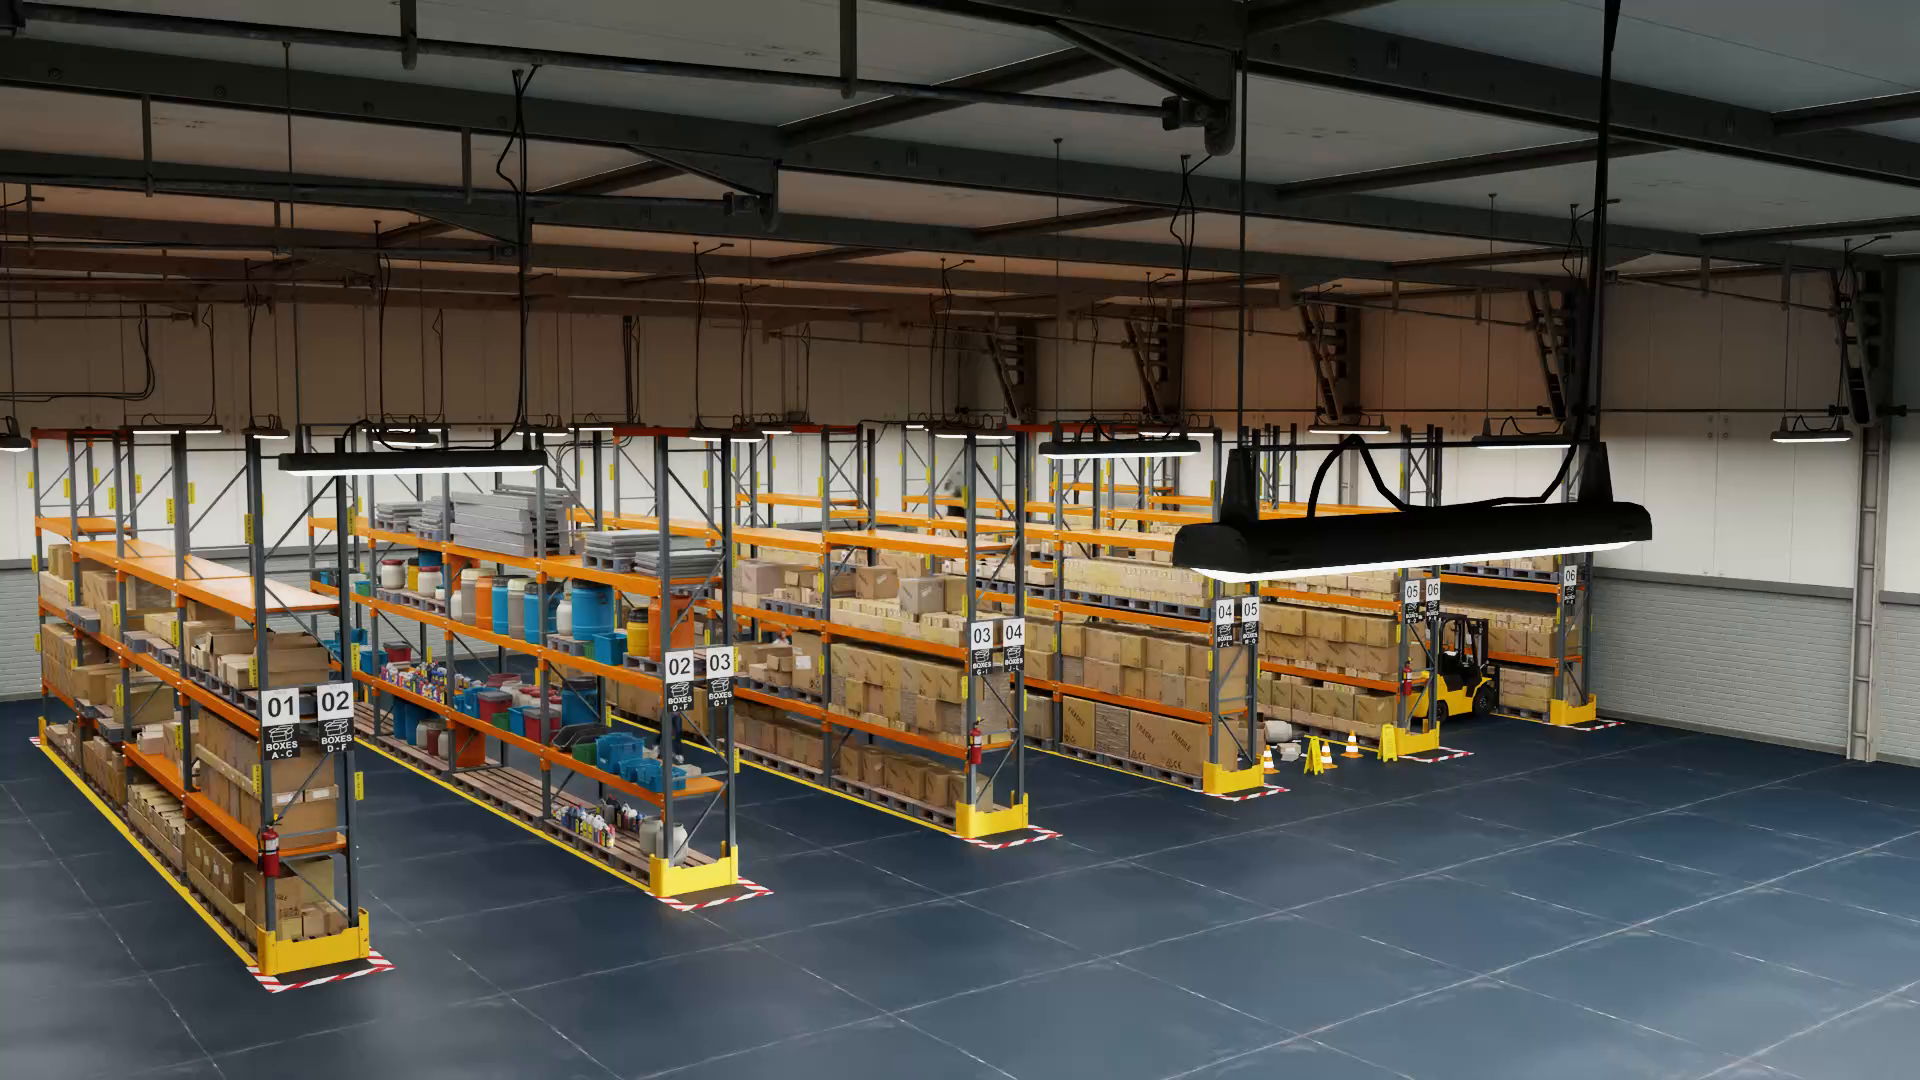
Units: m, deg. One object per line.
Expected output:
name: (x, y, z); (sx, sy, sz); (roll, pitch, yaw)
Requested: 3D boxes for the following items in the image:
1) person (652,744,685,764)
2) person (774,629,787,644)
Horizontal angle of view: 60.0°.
person: (-5.268, 3.817, 30.047); (0.271, 0.333, 0.881); (-3, 5, -35)
person: (-3.807, 2.316, 35.957); (0.545, 0.783, 0.490); (-4, 6, -40)
